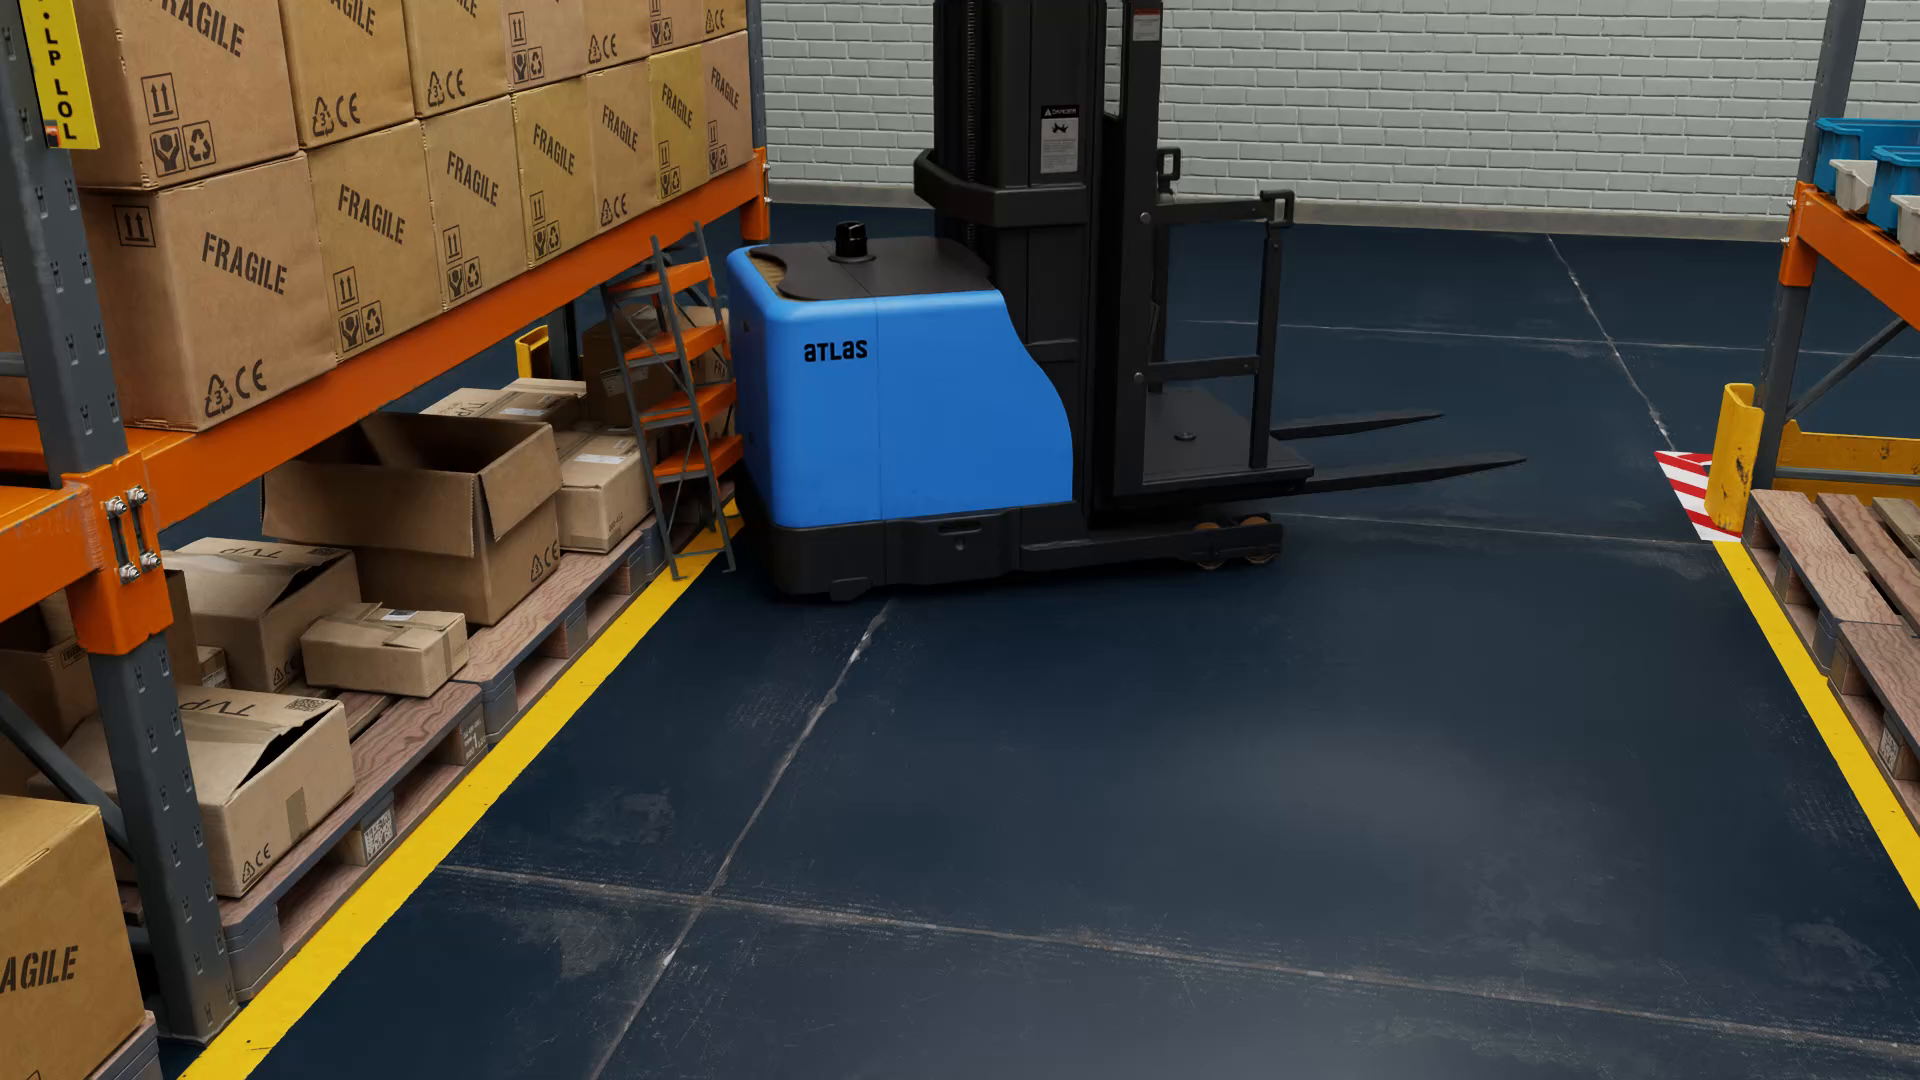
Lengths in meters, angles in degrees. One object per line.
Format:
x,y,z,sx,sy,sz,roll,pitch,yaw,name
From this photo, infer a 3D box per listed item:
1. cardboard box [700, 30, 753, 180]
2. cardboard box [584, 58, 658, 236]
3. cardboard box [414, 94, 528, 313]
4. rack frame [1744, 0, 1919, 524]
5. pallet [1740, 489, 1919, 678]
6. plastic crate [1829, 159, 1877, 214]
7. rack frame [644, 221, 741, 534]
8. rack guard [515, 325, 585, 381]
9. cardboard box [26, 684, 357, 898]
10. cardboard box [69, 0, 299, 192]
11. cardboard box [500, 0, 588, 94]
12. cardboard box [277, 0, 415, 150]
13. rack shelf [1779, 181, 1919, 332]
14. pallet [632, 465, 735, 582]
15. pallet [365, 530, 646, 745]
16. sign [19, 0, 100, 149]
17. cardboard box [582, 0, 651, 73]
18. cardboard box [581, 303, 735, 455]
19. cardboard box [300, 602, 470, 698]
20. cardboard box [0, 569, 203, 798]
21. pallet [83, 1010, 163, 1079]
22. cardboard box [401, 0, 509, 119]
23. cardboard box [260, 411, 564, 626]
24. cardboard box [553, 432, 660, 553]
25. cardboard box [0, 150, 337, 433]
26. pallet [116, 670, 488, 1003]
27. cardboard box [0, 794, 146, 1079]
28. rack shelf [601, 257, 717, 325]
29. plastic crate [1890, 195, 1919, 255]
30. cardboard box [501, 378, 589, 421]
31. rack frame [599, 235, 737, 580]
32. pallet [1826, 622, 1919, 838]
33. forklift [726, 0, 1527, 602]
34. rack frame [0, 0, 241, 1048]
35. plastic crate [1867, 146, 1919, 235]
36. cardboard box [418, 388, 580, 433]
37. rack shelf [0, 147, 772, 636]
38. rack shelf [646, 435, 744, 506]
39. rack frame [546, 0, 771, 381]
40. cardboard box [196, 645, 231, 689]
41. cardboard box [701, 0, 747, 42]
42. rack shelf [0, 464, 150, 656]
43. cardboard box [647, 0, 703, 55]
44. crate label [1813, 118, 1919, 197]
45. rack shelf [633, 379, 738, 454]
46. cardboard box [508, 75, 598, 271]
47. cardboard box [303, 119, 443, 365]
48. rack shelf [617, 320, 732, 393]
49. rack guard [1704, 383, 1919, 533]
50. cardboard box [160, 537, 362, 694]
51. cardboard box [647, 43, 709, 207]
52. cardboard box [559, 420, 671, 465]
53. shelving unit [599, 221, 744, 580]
-1.122,-1.674,6.360,0.500,0.500,0.500,5,23,13,cardboard box
-1.332,-1.301,5.436,0.500,0.500,0.500,5,22,11,cardboard box
-1.537,-0.931,4.517,0.500,0.500,0.500,4,22,11,cardboard box
3.551,-1.433,5.896,1.000,3.000,0.127,4,22,11,rack frame
3.345,0.159,5.675,1.003,0.211,1.213,4,22,11,pallet
3.032,-1.162,5.496,0.250,0.136,0.298,4,22,11,plastic crate
-0.955,-0.581,6.255,0.240,1.200,0.015,-9,15,11,rack frame
-1.313,-0.624,7.235,1.175,0.500,0.348,4,22,11,rack guard
-1.816,0.557,3.965,0.500,0.311,0.500,4,22,11,cardboard box
-1.742,-1.010,3.374,0.500,0.500,0.500,5,22,12,cardboard box
-1.427,-1.576,4.778,0.500,0.500,0.500,5,23,13,cardboard box
-1.637,-1.199,3.842,0.500,0.500,0.500,4,22,9,cardboard box
3.143,-0.368,4.214,1.077,0.370,4.000,4,22,11,rack shelf
-1.474,-0.199,6.565,1.003,0.211,1.213,4,22,11,pallet
-1.726,0.246,5.460,1.003,0.211,1.213,4,22,11,pallet
-1.569,-0.845,2.886,0.100,0.325,0.005,4,22,11,sign
-1.322,-1.763,5.245,0.500,0.500,0.500,5,22,12,cardboard box
-1.167,-0.639,6.681,0.500,0.500,0.500,4,22,11,cardboard box
-1.649,0.307,4.779,0.380,0.166,0.250,4,22,11,cardboard box
-2.275,0.377,4.160,0.500,0.500,0.500,4,22,11,cardboard box
-2.242,1.245,2.980,1.003,0.211,1.213,4,22,11,pallet
-1.532,-1.387,4.309,0.500,0.500,0.500,4,22,9,cardboard box
-1.735,-0.082,5.296,0.797,0.503,0.637,4,22,11,cardboard box
-1.390,-0.178,5.871,0.500,0.250,0.500,4,22,11,cardboard box
-1.743,-0.561,3.597,0.500,0.500,0.500,5,22,12,cardboard box
-1.972,0.694,4.349,1.003,0.211,1.213,4,22,11,pallet
-1.934,0.809,3.087,0.500,0.500,0.500,4,22,11,cardboard box
-1.067,-0.885,5.925,0.258,0.148,0.480,-9,15,11,rack shelf
2.894,-0.914,4.880,0.250,0.136,0.298,4,22,11,plastic crate
-1.719,-0.566,6.972,0.380,0.149,0.250,4,22,11,cardboard box
-1.027,-0.444,5.792,0.240,1.200,0.015,-9,15,11,rack frame
3.094,0.604,4.571,1.003,0.211,1.213,4,22,11,pallet
0.692,-1.438,6.002,3.031,2.935,1.130,-6,23,-15,forklift
-2.113,-0.349,3.205,1.000,3.000,0.127,4,22,11,rack frame
3.044,-1.077,5.156,0.416,0.233,0.300,4,22,11,plastic crate
-1.788,-0.380,6.374,0.500,0.250,0.500,4,22,11,cardboard box
-1.705,-0.747,5.155,1.077,0.370,4.000,4,22,11,rack shelf
-0.940,-0.260,6.090,0.258,0.148,0.480,-9,15,11,rack shelf
-1.297,-1.812,6.837,1.000,3.000,0.127,4,22,11,rack frame
-2.257,0.398,4.578,0.380,0.149,0.250,4,22,11,cardboard box
-1.119,-2.138,6.175,0.500,0.500,0.500,4,22,10,cardboard box
-2.522,0.716,1.523,1.077,0.370,4.000,4,22,11,rack shelf
-1.221,-1.953,5.716,0.500,0.500,0.500,5,22,12,cardboard box
3.178,-1.318,5.754,0.416,0.233,0.303,4,22,11,crate label
-0.978,-0.449,6.040,0.258,0.148,0.480,-9,15,11,rack shelf
-1.435,-1.117,4.979,0.500,0.500,0.500,4,22,10,cardboard box
-1.641,-0.748,4.063,0.500,0.500,0.500,5,22,12,cardboard box
-1.021,-0.661,5.984,0.258,0.148,0.480,-9,15,11,rack shelf
3.543,-0.283,6.387,1.175,0.500,0.348,4,22,11,rack guard
-2.122,0.190,4.877,0.500,0.311,0.500,4,22,11,cardboard box
-1.225,-1.484,5.888,0.500,0.500,0.500,5,22,11,cardboard box
-1.338,-0.343,6.393,0.380,0.166,0.250,4,22,11,cardboard box
-0.991,-0.513,6.024,0.258,1.200,0.503,-9,15,11,shelving unit
